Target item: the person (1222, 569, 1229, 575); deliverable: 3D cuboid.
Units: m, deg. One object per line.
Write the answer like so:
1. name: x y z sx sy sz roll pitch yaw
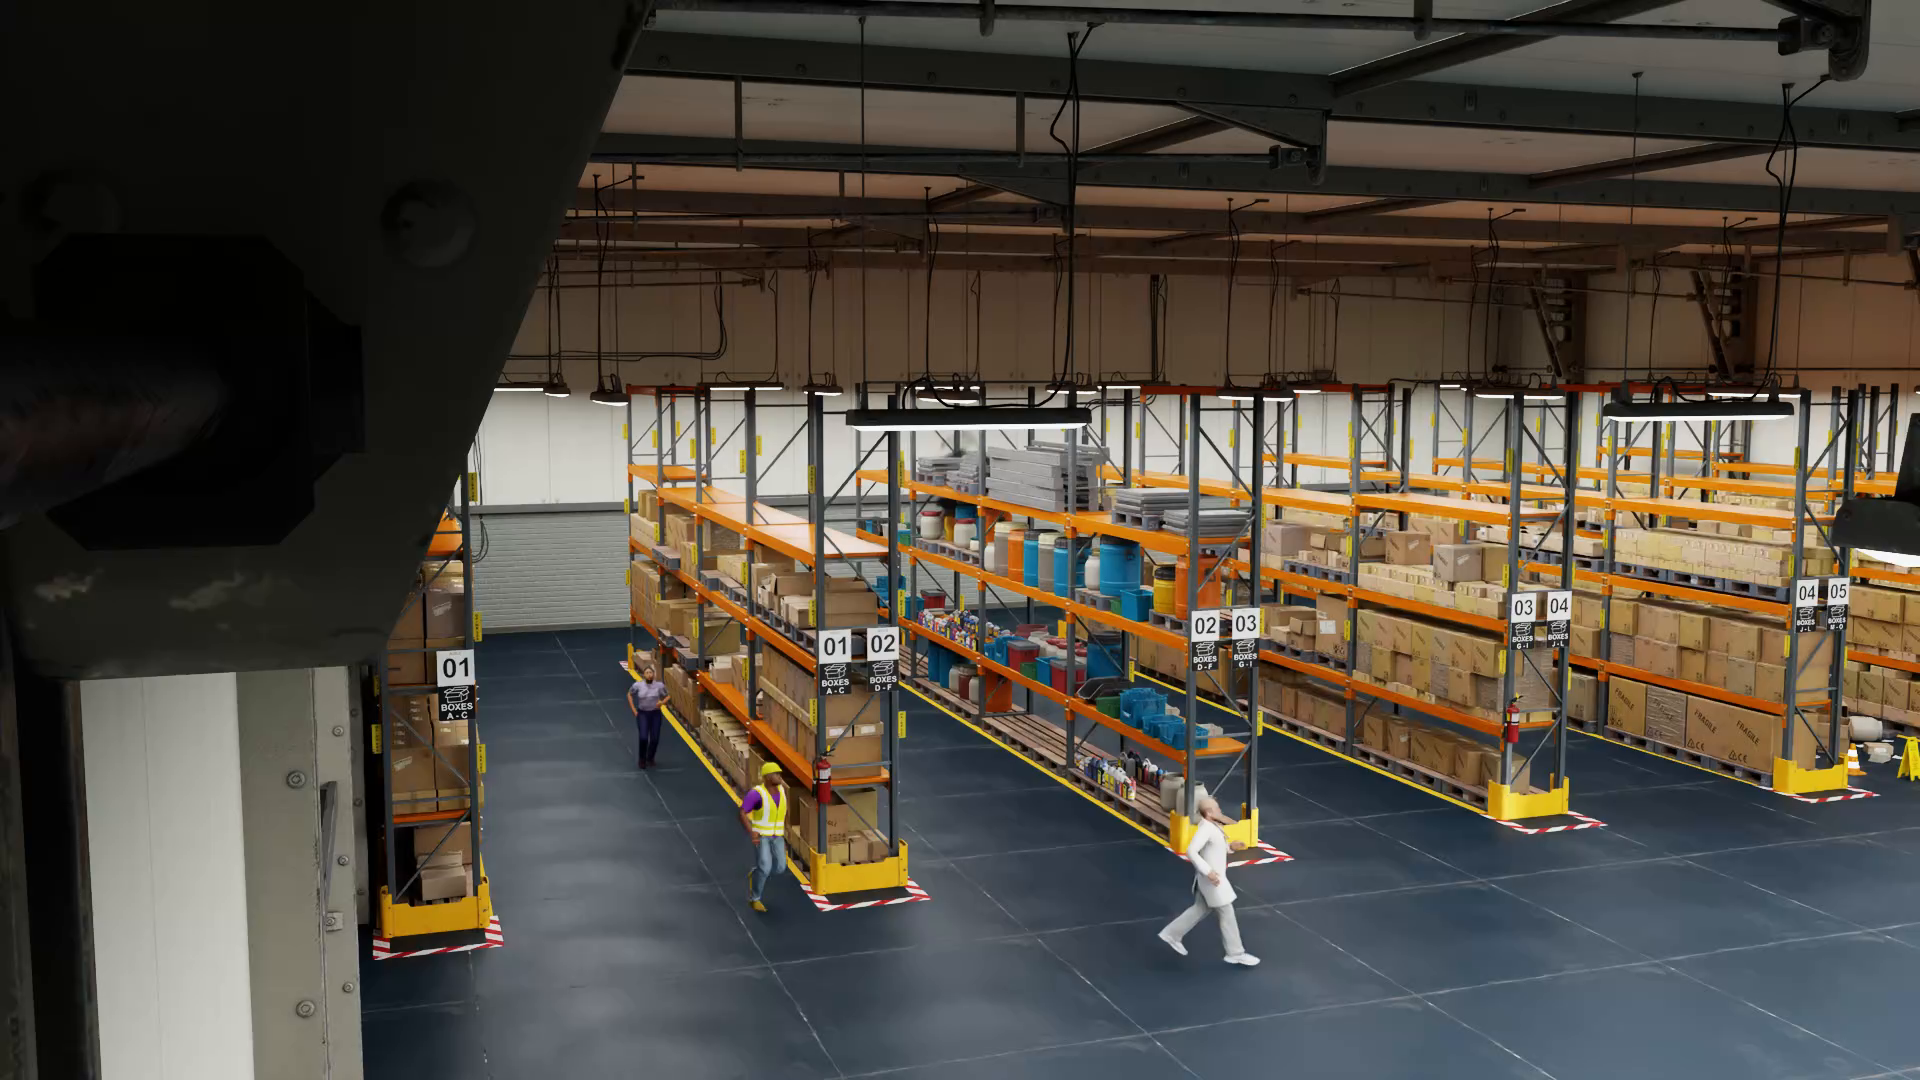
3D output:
1. person: 6.124 1.505 38.853 0.697 1.646 0.552 0 6 -2

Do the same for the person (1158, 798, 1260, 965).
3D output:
1. person: 2.647 3.600 17.616 1.063 1.765 0.703 0 6 2

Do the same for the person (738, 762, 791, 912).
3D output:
1. person: -2.287 3.475 19.636 0.749 1.716 0.554 -6 8 -44

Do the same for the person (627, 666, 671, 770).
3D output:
1. person: -4.896 2.800 26.268 0.663 1.615 0.593 -2 6 -16
